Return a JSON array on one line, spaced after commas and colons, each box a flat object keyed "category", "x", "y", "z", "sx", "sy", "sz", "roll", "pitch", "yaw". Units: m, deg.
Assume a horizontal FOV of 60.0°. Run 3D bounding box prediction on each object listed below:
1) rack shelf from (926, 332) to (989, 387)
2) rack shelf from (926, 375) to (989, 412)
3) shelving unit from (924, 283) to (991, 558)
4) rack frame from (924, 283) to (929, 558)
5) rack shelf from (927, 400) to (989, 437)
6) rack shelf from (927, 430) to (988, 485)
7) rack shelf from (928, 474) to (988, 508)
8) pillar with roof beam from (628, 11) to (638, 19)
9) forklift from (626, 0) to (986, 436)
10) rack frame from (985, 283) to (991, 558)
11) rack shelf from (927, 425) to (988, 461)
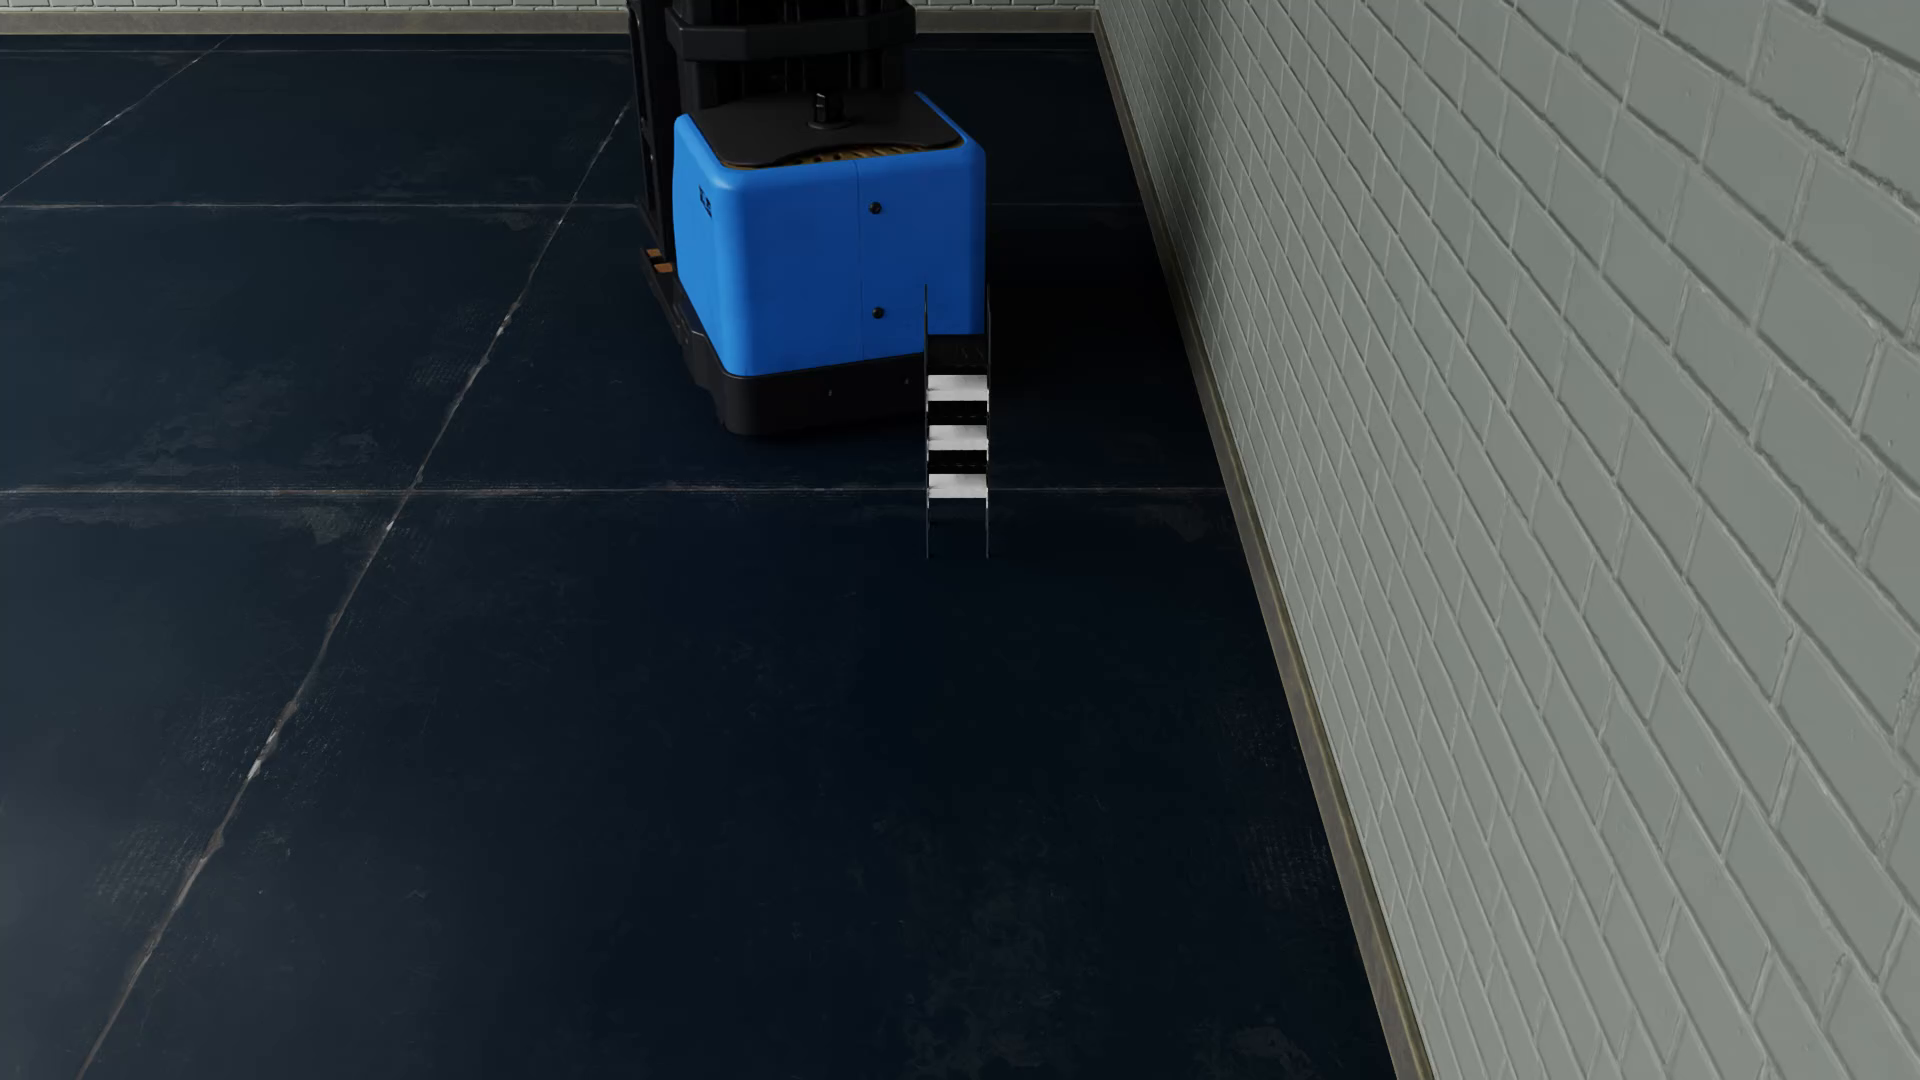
[{"category": "rack shelf", "x": -0.008, "y": -0.587, "z": 5.394, "sx": 0.200, "sy": 0.077, "sz": 0.258, "roll": 0, "pitch": 31, "yaw": 0}, {"category": "rack shelf", "x": -0.008, "y": -0.510, "z": 5.440, "sx": 0.200, "sy": 0.077, "sz": 0.258, "roll": 0, "pitch": 31, "yaw": 0}, {"category": "shelving unit", "x": -0.008, "y": -0.385, "z": 5.517, "sx": 0.210, "sy": 0.900, "sz": 0.258, "roll": 0, "pitch": 31, "yaw": 0}, {"category": "rack frame", "x": -0.110, "y": -0.384, "z": 5.516, "sx": 0.006, "sy": 0.900, "sz": 0.240, "roll": 0, "pitch": 31, "yaw": 0}, {"category": "rack shelf", "x": -0.008, "y": -0.433, "z": 5.487, "sx": 0.200, "sy": 0.077, "sz": 0.258, "roll": 0, "pitch": 31, "yaw": 0}, {"category": "rack shelf", "x": -0.008, "y": -0.279, "z": 5.581, "sx": 0.200, "sy": 0.077, "sz": 0.258, "roll": 0, "pitch": 31, "yaw": 0}, {"category": "rack shelf", "x": -0.008, "y": -0.202, "z": 5.627, "sx": 0.200, "sy": 0.077, "sz": 0.258, "roll": 0, "pitch": 31, "yaw": 0}, {"category": "pillar with roof beam", "x": -2.014, "y": -5.069, "z": 5.429, "sx": 0.400, "sy": 9.000, "sz": 9.100, "roll": 0, "pitch": 31, "yaw": 0}, {"category": "forklift", "x": -0.842, "y": -2.400, "z": 6.880, "sx": 1.130, "sy": 2.935, "sz": 3.031, "roll": -10, "pitch": 33, "yaw": -16}, {"category": "rack frame", "x": 0.094, "y": -0.385, "z": 5.517, "sx": 0.006, "sy": 0.900, "sz": 0.240, "roll": 0, "pitch": 31, "yaw": 0}, {"category": "rack shelf", "x": -0.008, "y": -0.356, "z": 5.534, "sx": 0.200, "sy": 0.077, "sz": 0.258, "roll": 0, "pitch": 31, "yaw": 0}]
